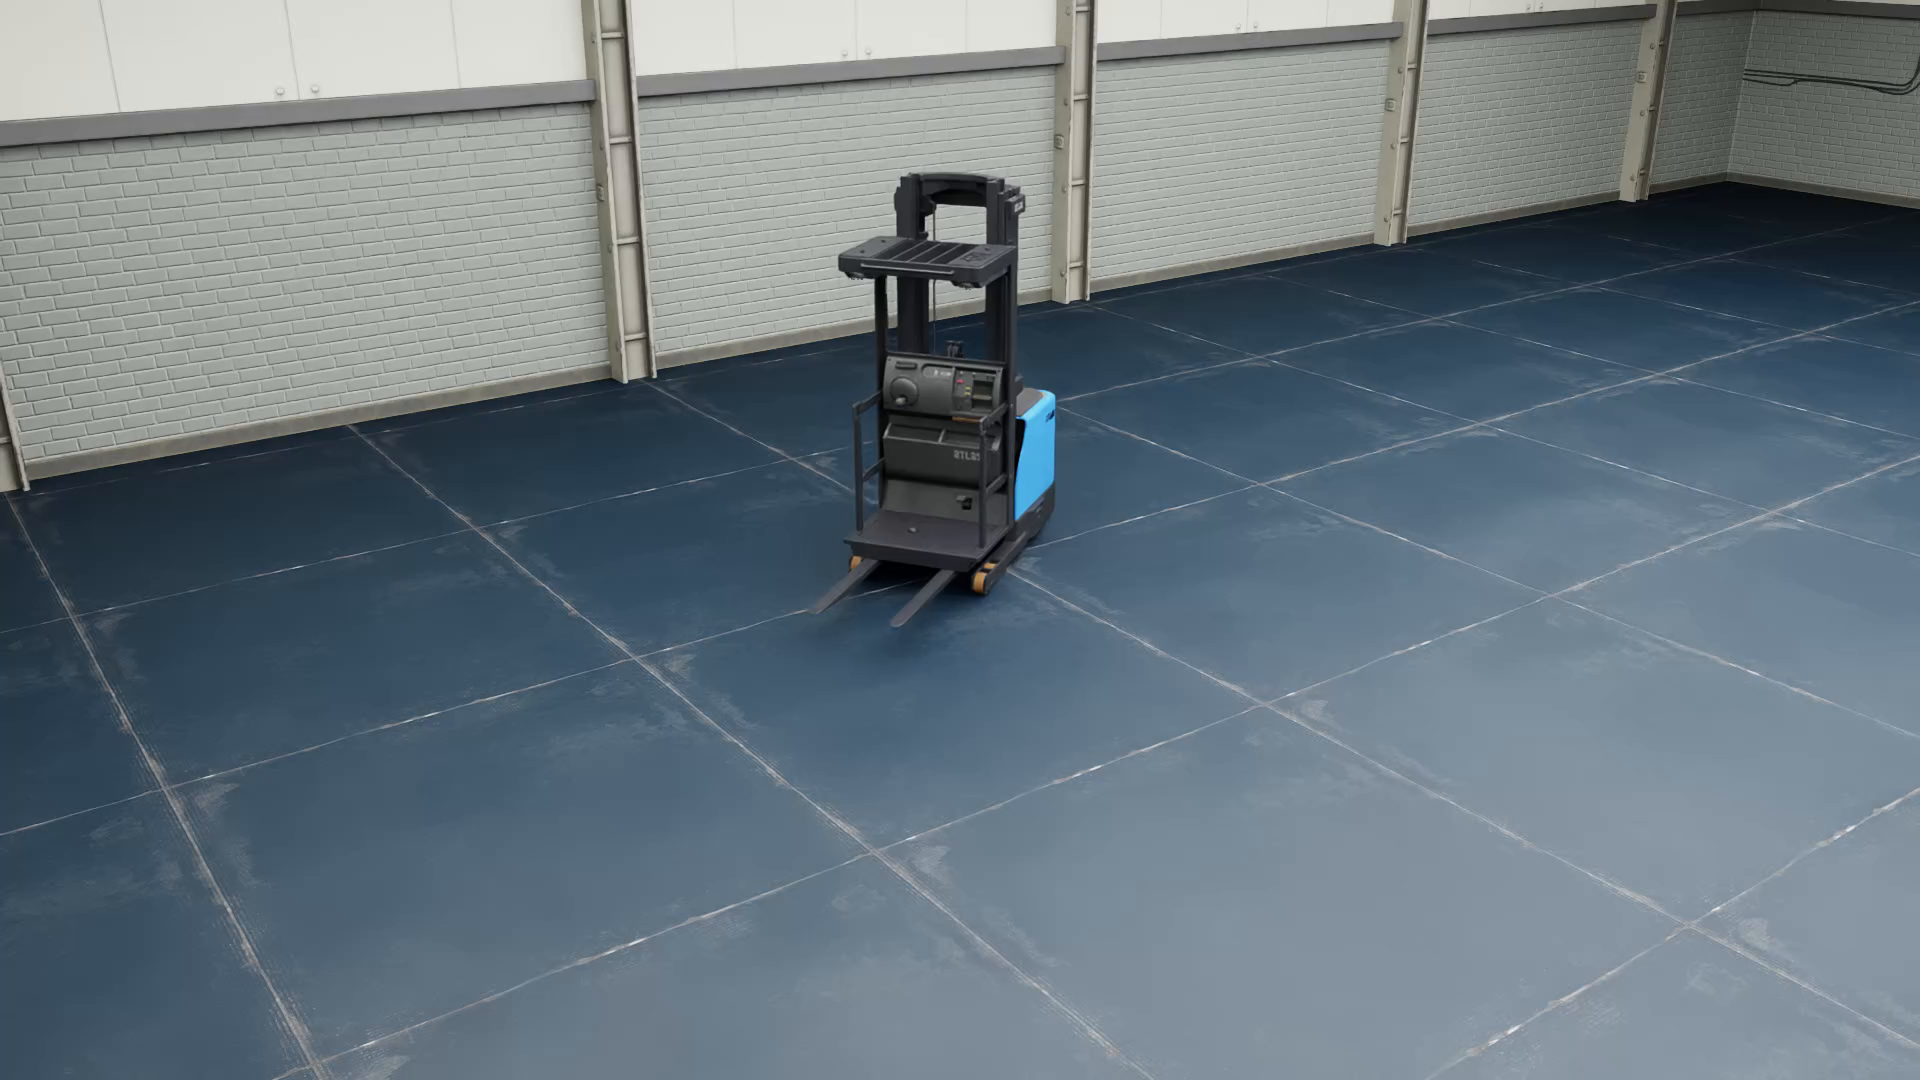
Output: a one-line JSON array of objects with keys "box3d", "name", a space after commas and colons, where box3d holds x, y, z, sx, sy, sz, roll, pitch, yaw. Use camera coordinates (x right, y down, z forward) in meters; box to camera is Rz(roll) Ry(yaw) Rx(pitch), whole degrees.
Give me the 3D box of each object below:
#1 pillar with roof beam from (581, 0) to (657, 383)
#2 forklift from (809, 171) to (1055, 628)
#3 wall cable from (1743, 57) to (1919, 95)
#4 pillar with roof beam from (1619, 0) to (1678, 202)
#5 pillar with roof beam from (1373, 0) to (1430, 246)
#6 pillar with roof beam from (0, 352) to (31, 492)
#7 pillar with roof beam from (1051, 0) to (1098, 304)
[{"box3d": [-0.967, -4.624, 12.843, 0.400, 9.000, 9.100, -15, 26, -33], "name": "pillar with roof beam"}, {"box3d": [-0.203, -1.130, 12.274, 1.130, 2.935, 3.031, 8, 23, 19], "name": "forklift"}, {"box3d": [14.294, -8.613, 27.029, 0.112, 2.526, 3.097, -15, 26, -33], "name": "wall cable"}, {"box3d": [13.645, -8.520, 22.607, 0.400, 9.000, 9.100, -15, 26, -33], "name": "pillar with roof beam"}, {"box3d": [8.774, -7.222, 19.352, 0.400, 9.000, 9.100, -15, 26, -33], "name": "pillar with roof beam"}, {"box3d": [-5.837, -3.326, 9.589, 0.400, 9.000, 9.100, -15, 26, -33], "name": "pillar with roof beam"}, {"box3d": [3.904, -5.923, 16.098, 0.400, 9.000, 9.100, -15, 26, -33], "name": "pillar with roof beam"}]
